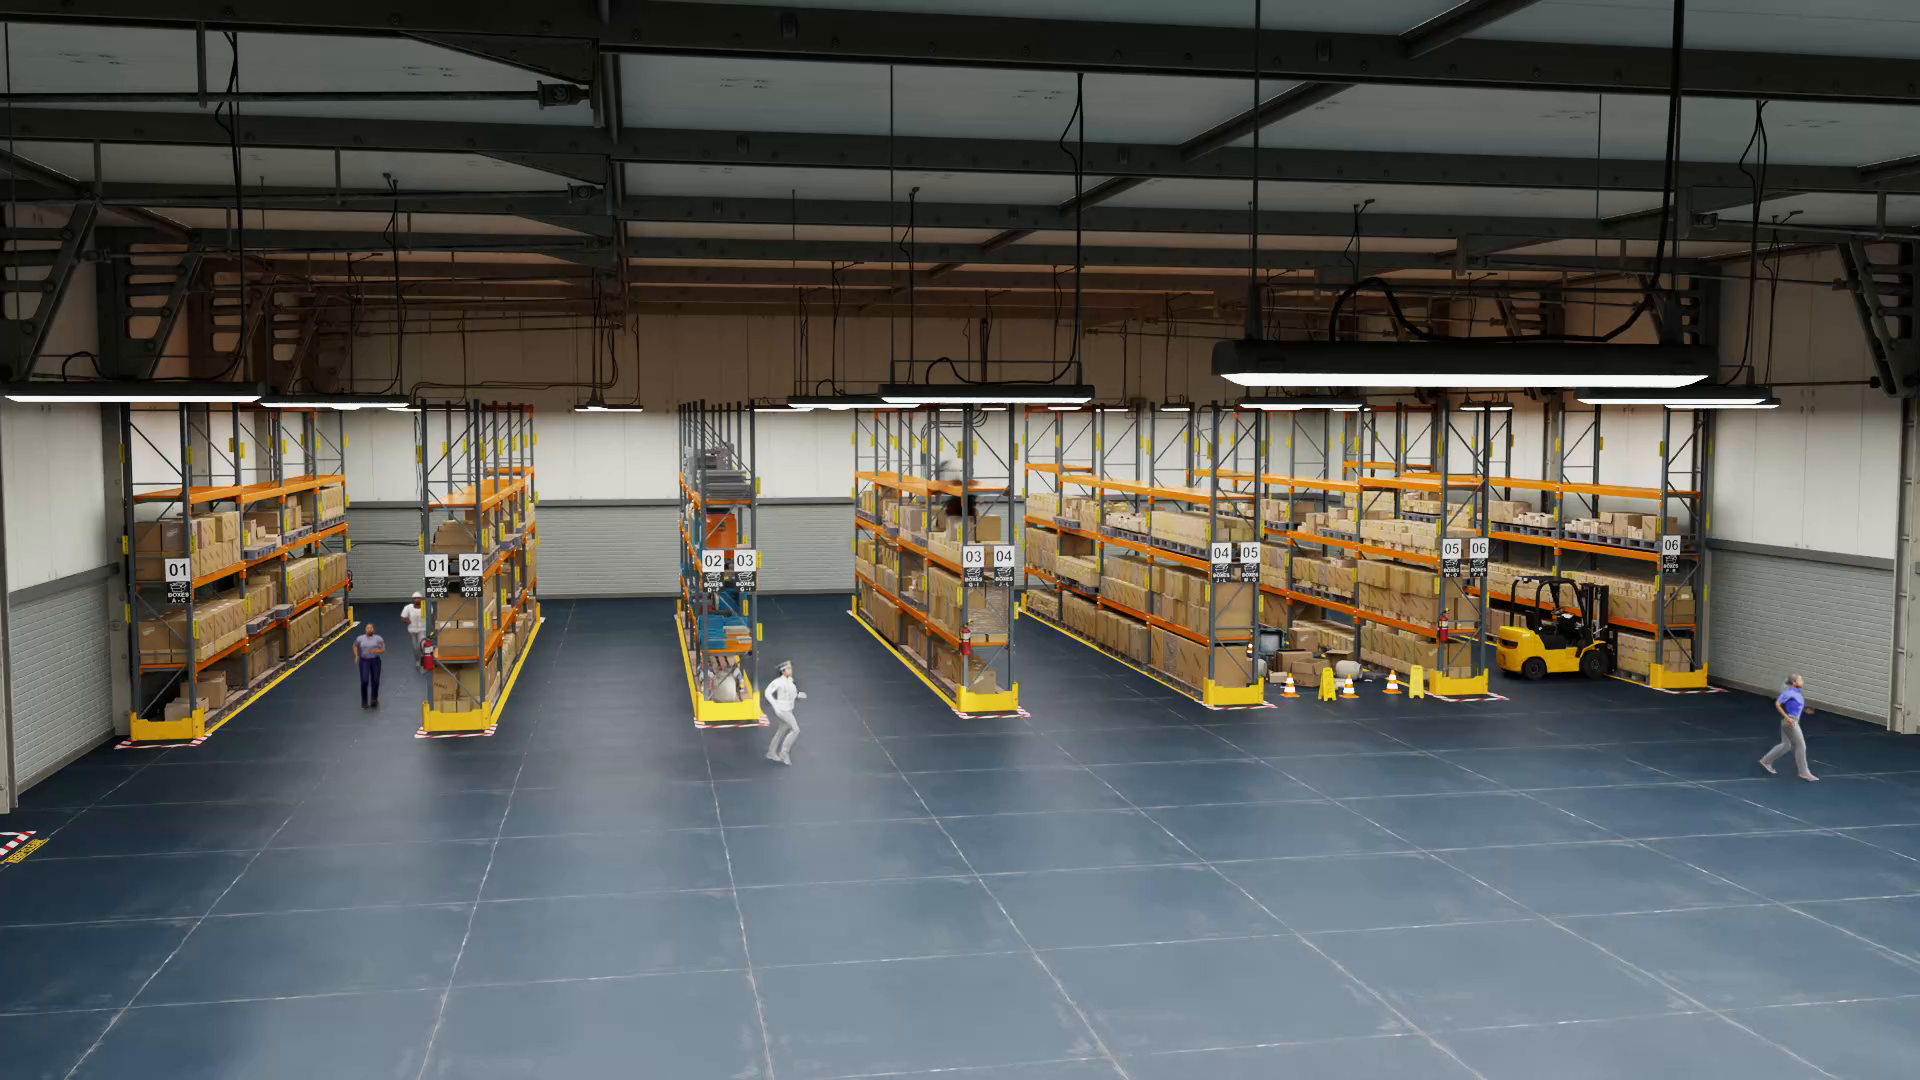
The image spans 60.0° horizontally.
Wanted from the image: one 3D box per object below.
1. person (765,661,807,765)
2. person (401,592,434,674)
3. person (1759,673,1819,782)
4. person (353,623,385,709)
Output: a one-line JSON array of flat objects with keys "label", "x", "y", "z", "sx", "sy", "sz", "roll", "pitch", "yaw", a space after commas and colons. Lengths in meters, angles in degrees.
[{"label": "person", "x": -2.855, "y": 2.835, "z": 27.326, "sx": 0.685, "sy": 1.725, "sz": 0.581, "roll": 1, "pitch": 4, "yaw": 16}, {"label": "person", "x": -12.079, "y": 2.062, "z": 36.997, "sx": 0.674, "sy": 1.827, "sz": 0.773, "roll": -1, "pitch": 4, "yaw": -10}, {"label": "person", "x": 13.045, "y": 2.908, "z": 26.114, "sx": 0.867, "sy": 1.661, "sz": 0.586, "roll": 3, "pitch": 5, "yaw": 32}, {"label": "person", "x": -11.533, "y": 2.460, "z": 32.500, "sx": 0.577, "sy": 1.694, "sz": 0.719, "roll": -2, "pitch": 5, "yaw": -23}]
